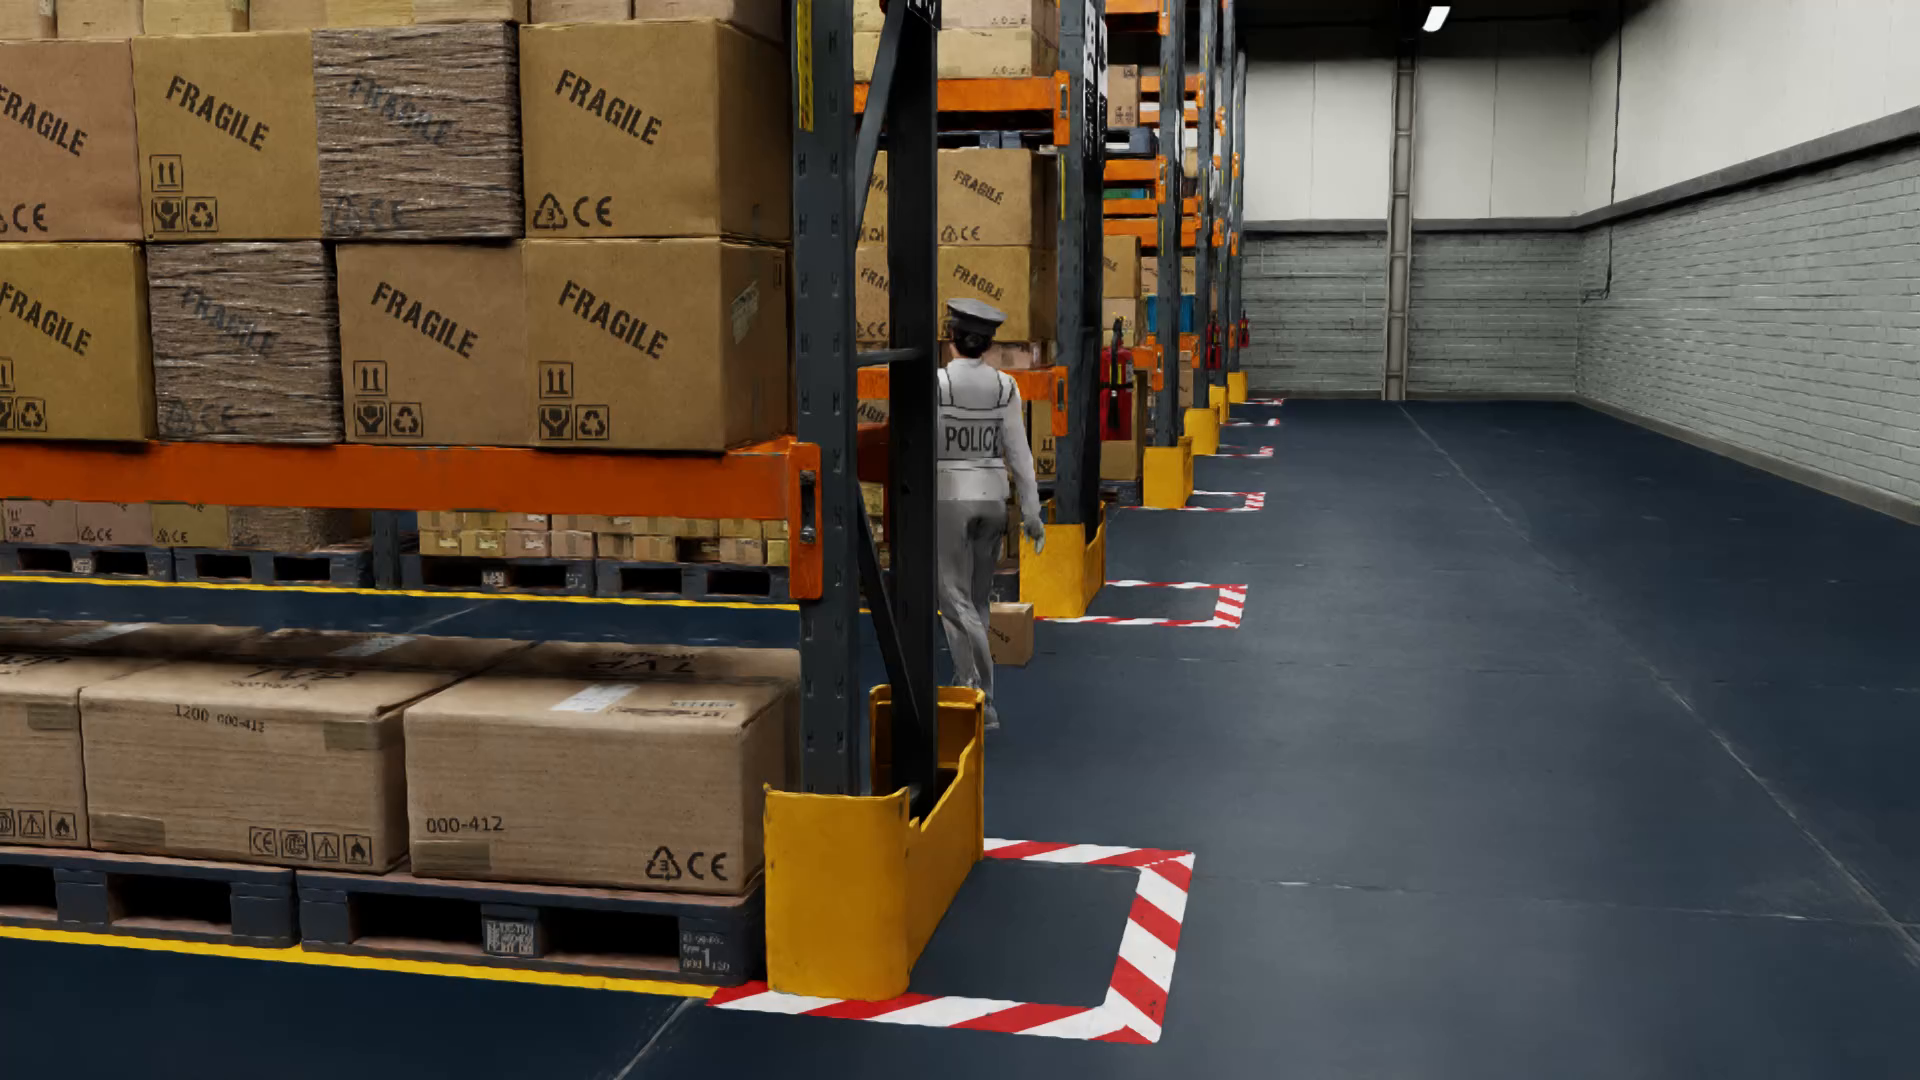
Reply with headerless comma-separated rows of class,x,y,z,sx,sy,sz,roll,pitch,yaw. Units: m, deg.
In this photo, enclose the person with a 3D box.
person,0.032,-0.094,6.445,0.574,1.673,0.623,-5,10,-32
